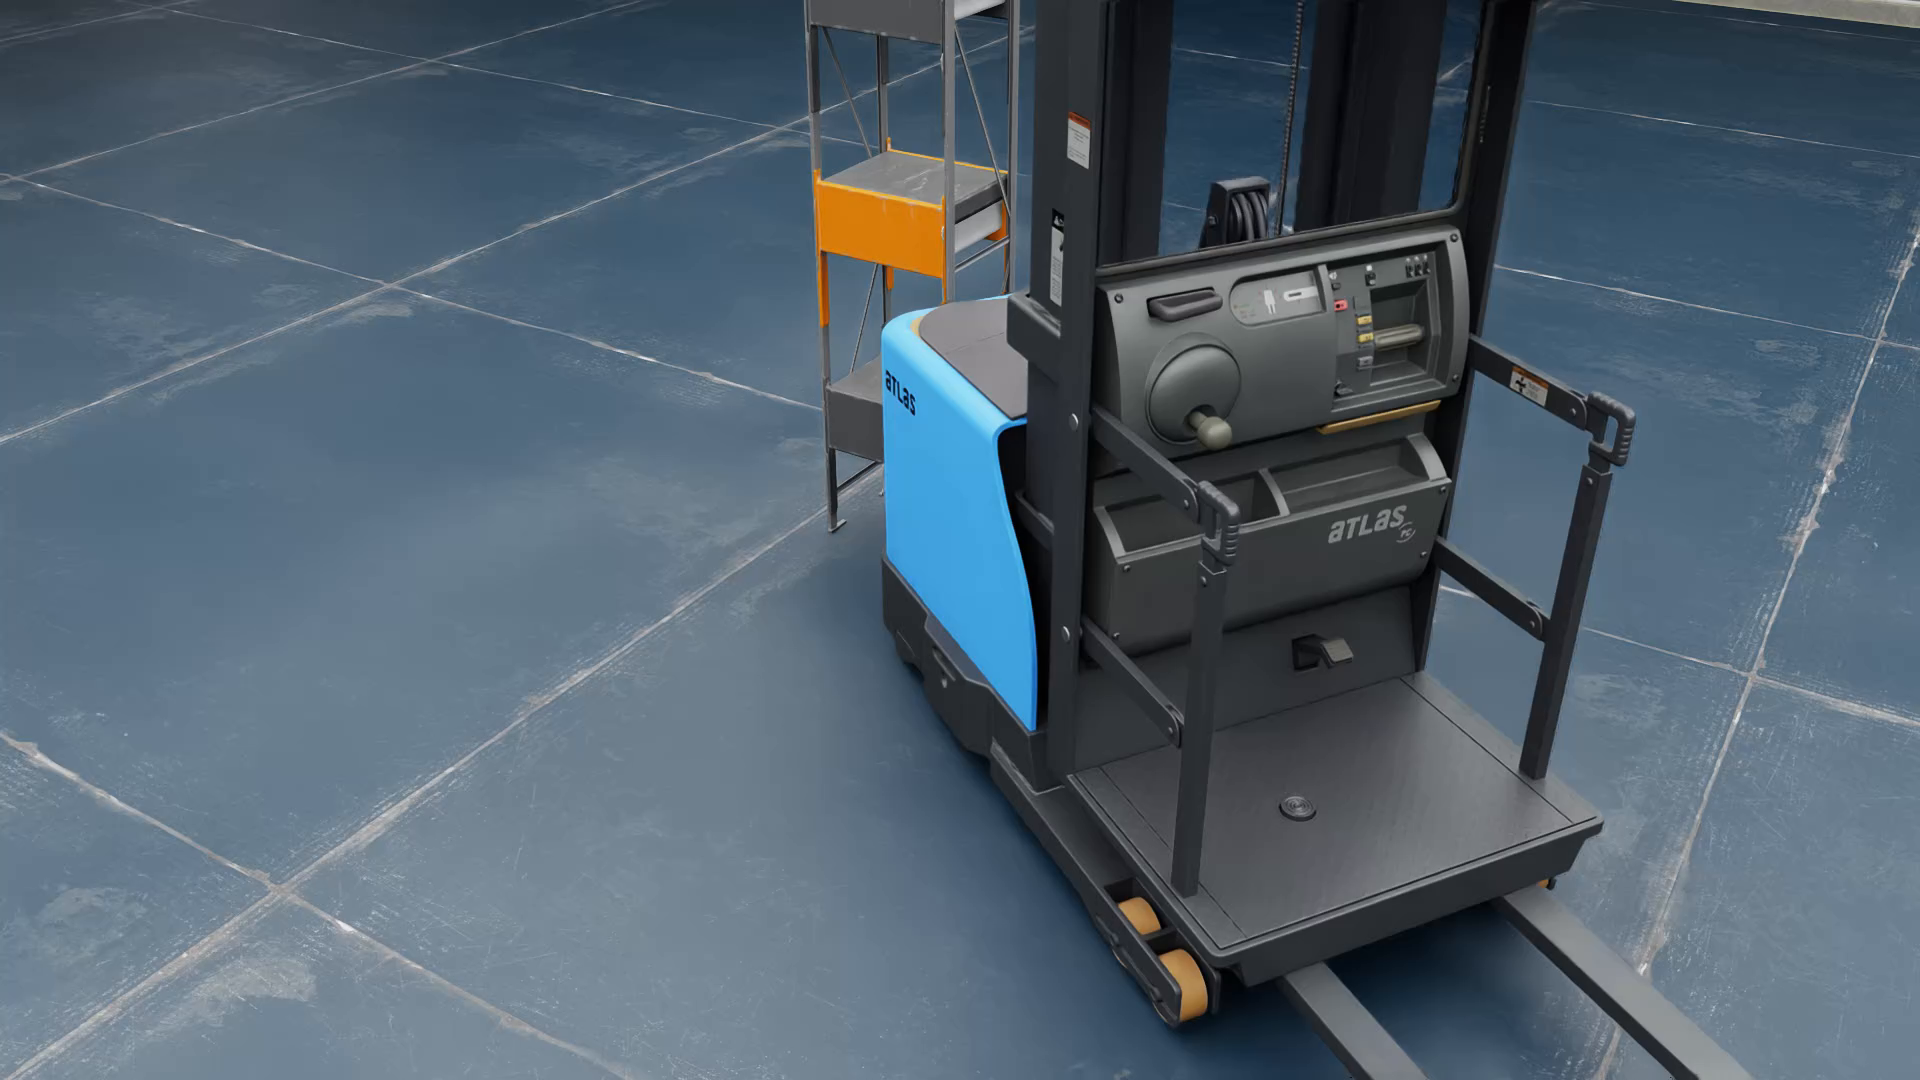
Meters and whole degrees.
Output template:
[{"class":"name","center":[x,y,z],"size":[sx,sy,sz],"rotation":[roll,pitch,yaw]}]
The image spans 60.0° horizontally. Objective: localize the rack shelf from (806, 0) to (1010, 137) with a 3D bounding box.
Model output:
[{"class":"rack shelf","center":[-0.140,-1.544,4.951],"size":[0.480,0.518,0.431],"rotation":[18,35,27]}]

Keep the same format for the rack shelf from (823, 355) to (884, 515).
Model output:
[{"class":"rack shelf","center":[-0.140,-0.335,5.657],"size":[0.480,0.518,0.431],"rotation":[18,35,27]}]

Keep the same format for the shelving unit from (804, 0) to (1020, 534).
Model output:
[{"class":"shelving unit","center":[-0.140,-0.951,5.297],"size":[0.503,2.100,0.431],"rotation":[18,35,27]}]

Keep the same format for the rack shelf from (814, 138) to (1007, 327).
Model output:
[{"class":"rack shelf","center":[-0.140,-0.940,5.304],"size":[0.480,0.518,0.431],"rotation":[18,35,27]}]

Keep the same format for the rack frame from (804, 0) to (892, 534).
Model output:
[{"class":"rack frame","center":[-0.347,-1.017,5.409],"size":[0.015,2.100,0.400],"rotation":[18,35,27]}]

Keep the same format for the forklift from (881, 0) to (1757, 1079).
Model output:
[{"class":"forklift","center":[0.835,-0.403,3.532],"size":[1.130,2.935,3.031],"rotation":[-13,33,-21]}]

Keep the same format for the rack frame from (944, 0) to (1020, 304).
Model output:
[{"class":"rack frame","center":[0.066,-0.886,5.185],"size":[0.015,2.100,0.400],"rotation":[18,35,27]}]
